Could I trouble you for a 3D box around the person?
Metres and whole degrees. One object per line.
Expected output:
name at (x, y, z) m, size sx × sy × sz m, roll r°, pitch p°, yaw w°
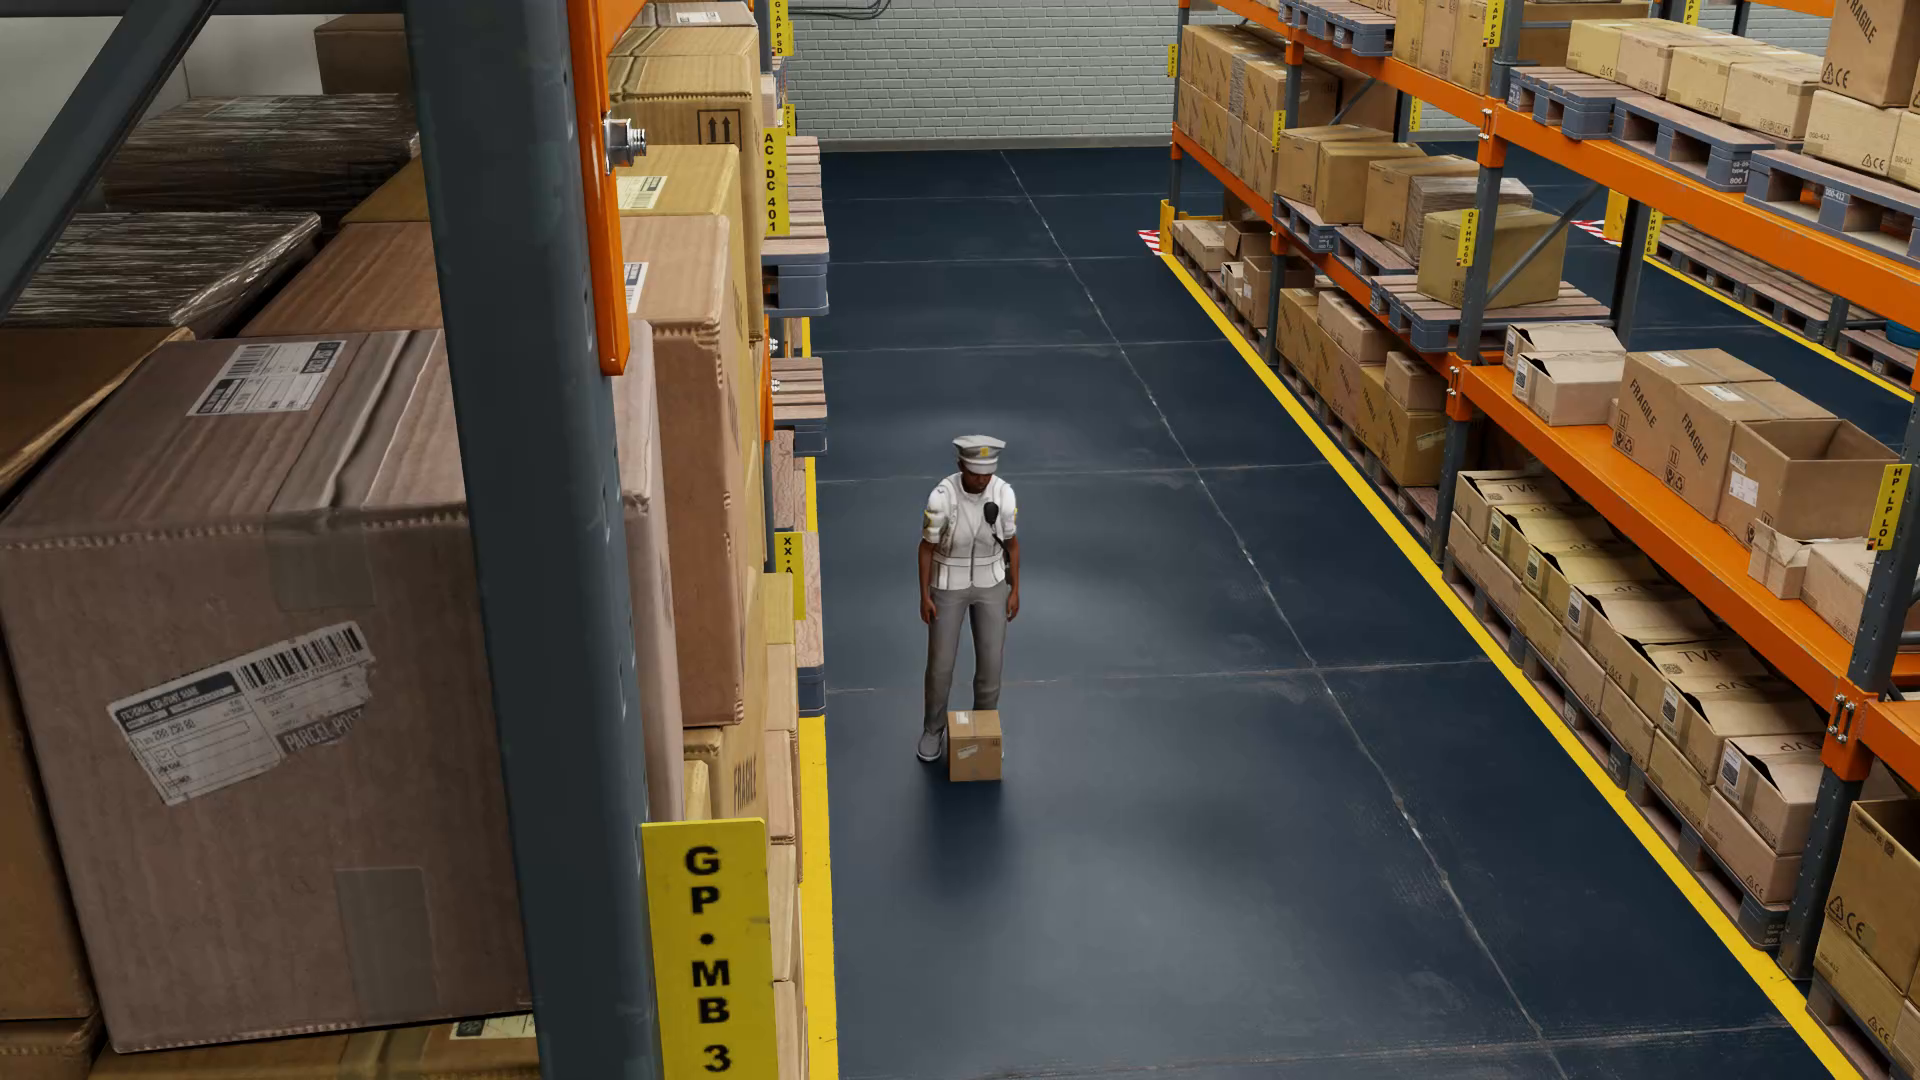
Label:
person at (0.037, 0.267, 7.998) m, size 0.526 × 1.658 × 0.427 m, roll -4°, pitch 24°, yaw -8°
